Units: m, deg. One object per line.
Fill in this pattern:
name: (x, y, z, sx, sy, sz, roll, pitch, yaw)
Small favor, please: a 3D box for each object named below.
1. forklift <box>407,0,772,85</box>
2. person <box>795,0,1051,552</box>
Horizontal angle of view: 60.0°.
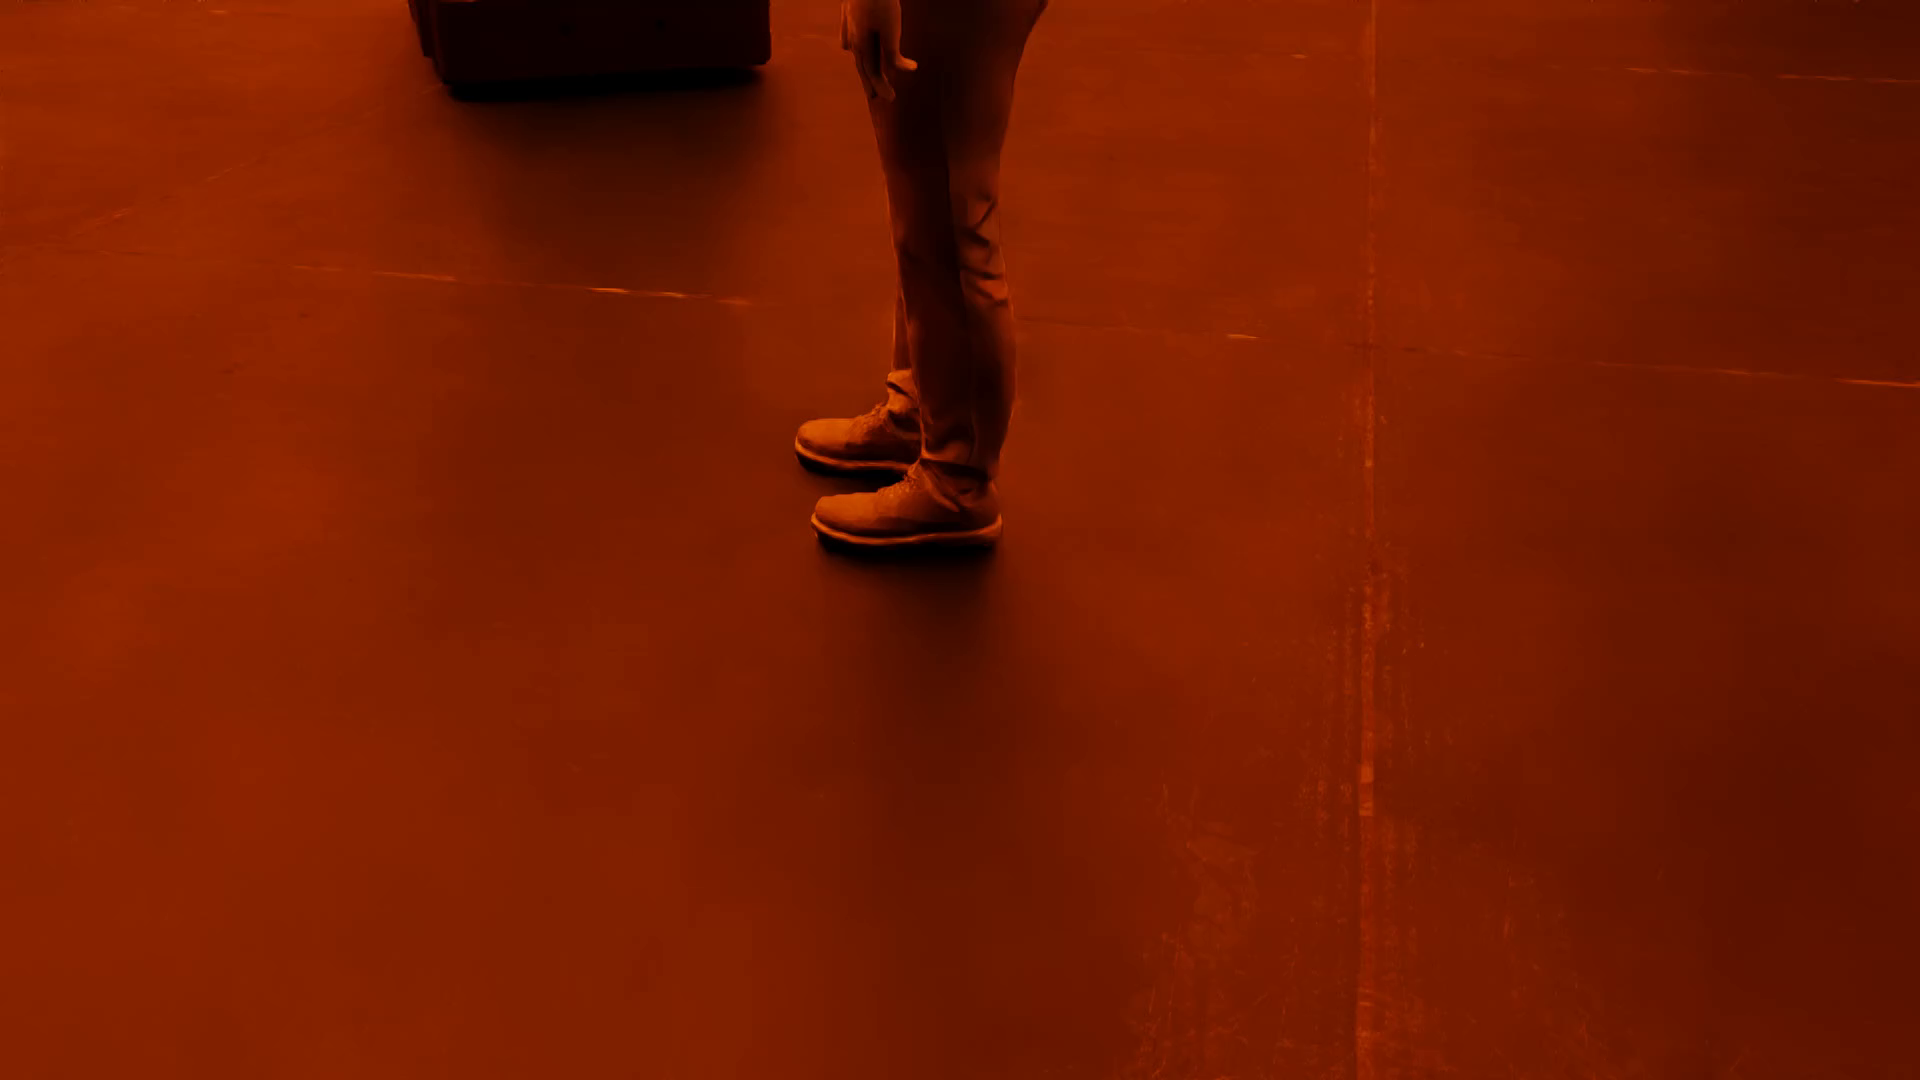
forklift: (-1.585, -3.373, 5.933, 1.130, 2.935, 3.031, -9, 28, -17)
person: (-0.064, -0.773, 2.135, 0.532, 1.695, 0.586, 6, 27, 11)
